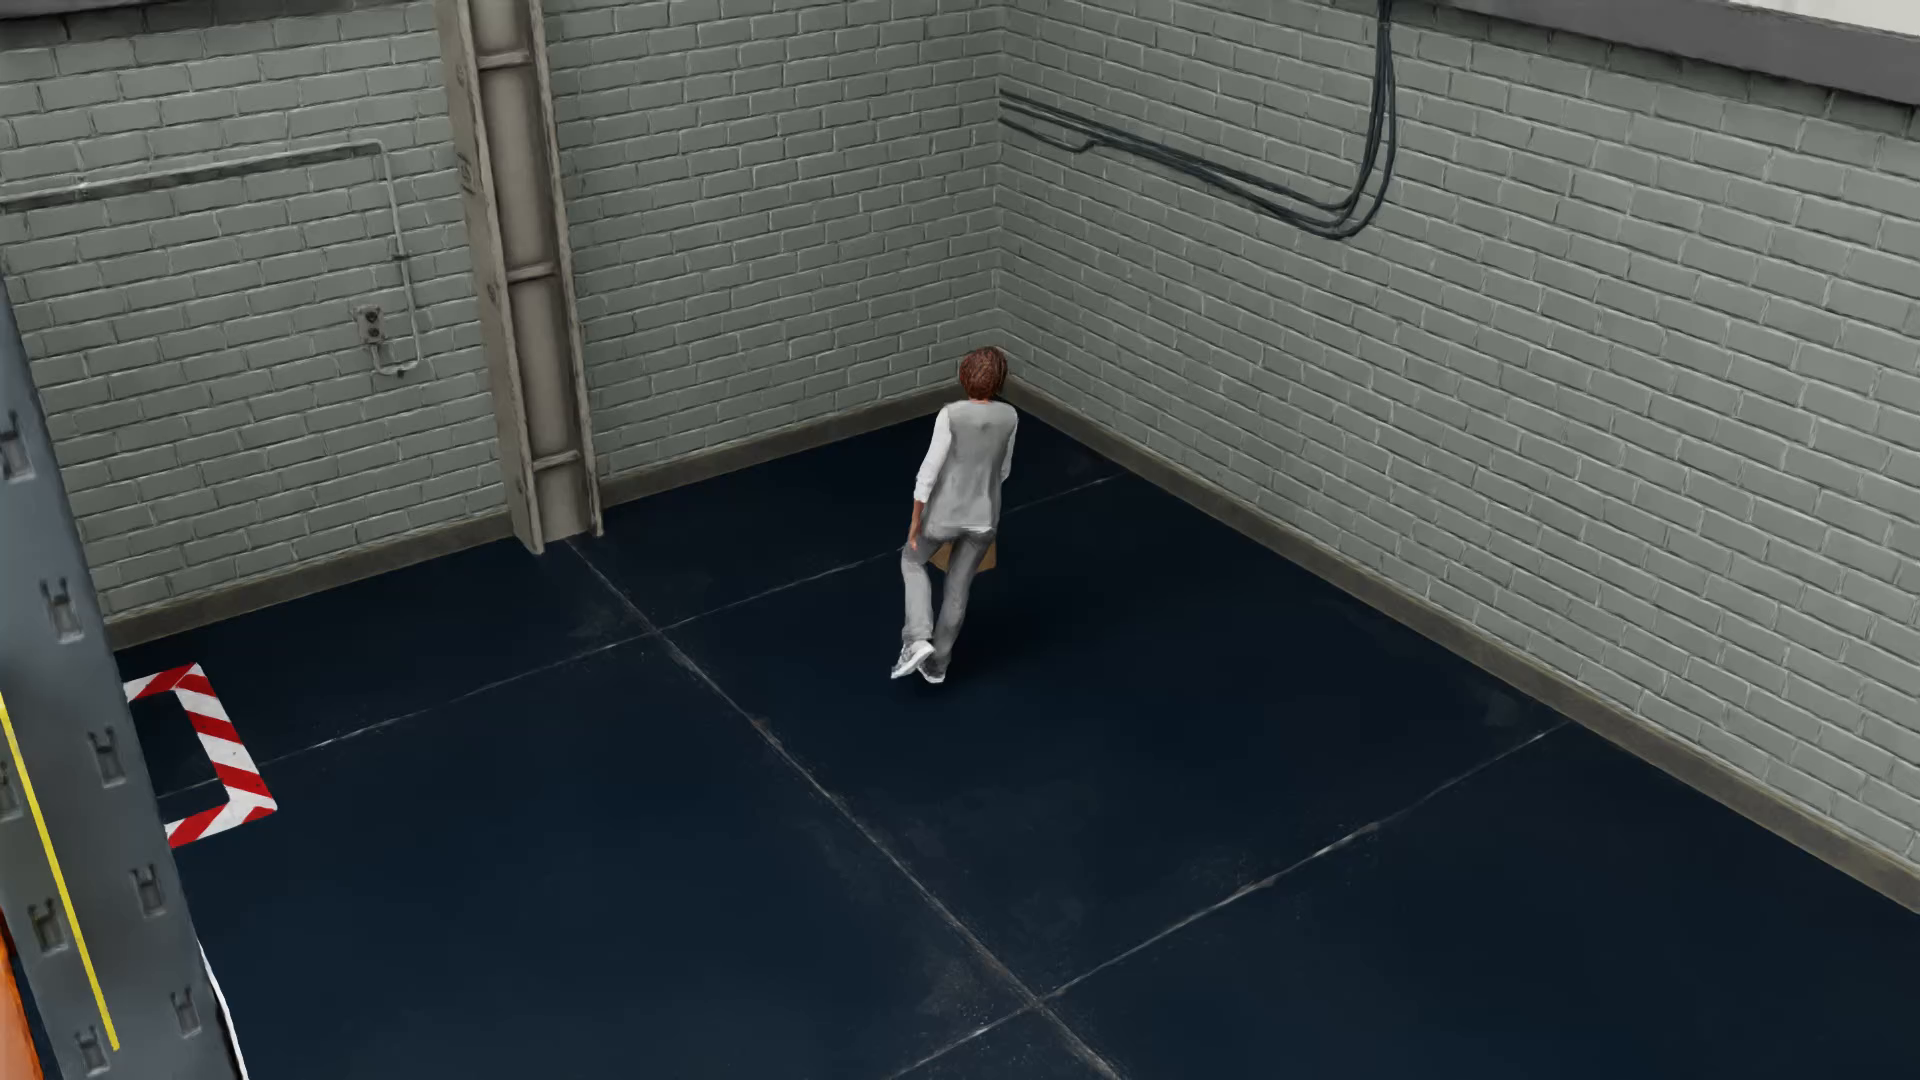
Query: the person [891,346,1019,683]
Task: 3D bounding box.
[{"bbox_3d":[-0.046,-0.081,7.278,0.612,1.557,0.449,-8,30,-14],"label":"person"}]
